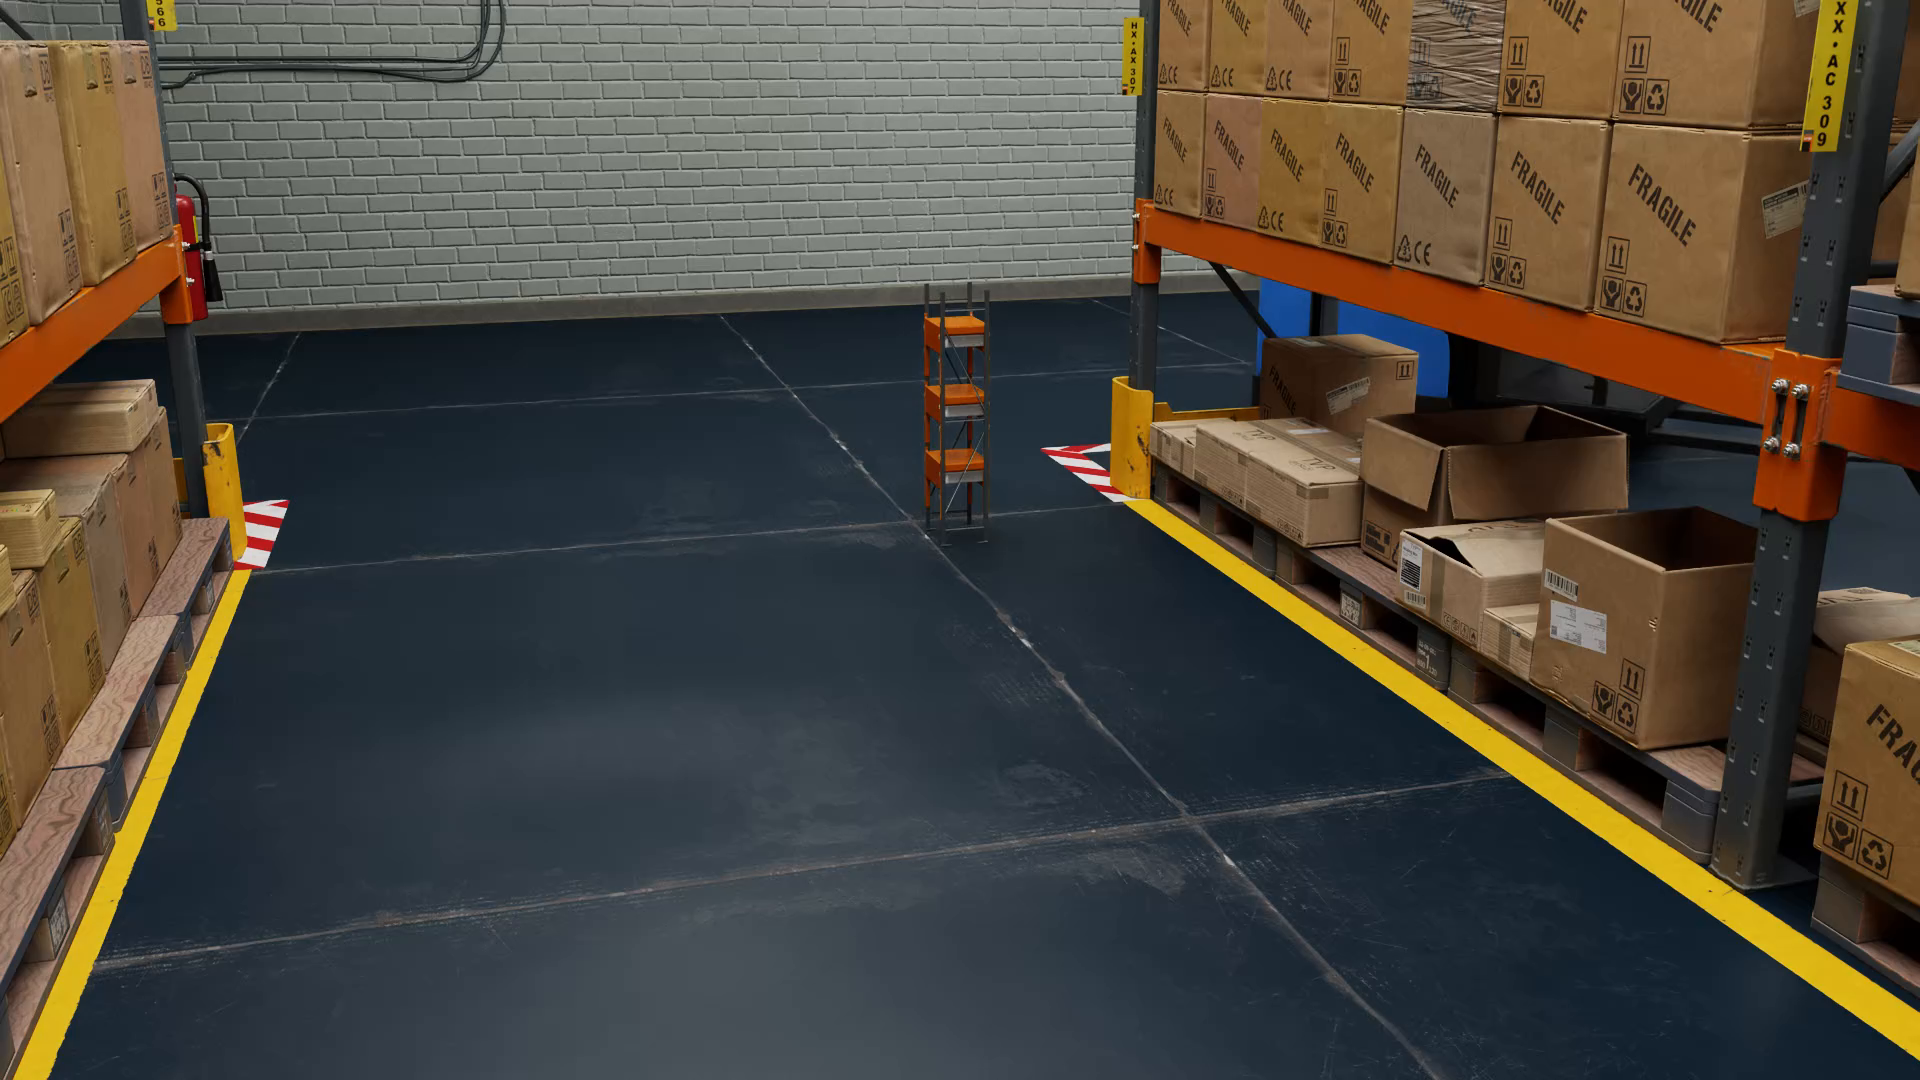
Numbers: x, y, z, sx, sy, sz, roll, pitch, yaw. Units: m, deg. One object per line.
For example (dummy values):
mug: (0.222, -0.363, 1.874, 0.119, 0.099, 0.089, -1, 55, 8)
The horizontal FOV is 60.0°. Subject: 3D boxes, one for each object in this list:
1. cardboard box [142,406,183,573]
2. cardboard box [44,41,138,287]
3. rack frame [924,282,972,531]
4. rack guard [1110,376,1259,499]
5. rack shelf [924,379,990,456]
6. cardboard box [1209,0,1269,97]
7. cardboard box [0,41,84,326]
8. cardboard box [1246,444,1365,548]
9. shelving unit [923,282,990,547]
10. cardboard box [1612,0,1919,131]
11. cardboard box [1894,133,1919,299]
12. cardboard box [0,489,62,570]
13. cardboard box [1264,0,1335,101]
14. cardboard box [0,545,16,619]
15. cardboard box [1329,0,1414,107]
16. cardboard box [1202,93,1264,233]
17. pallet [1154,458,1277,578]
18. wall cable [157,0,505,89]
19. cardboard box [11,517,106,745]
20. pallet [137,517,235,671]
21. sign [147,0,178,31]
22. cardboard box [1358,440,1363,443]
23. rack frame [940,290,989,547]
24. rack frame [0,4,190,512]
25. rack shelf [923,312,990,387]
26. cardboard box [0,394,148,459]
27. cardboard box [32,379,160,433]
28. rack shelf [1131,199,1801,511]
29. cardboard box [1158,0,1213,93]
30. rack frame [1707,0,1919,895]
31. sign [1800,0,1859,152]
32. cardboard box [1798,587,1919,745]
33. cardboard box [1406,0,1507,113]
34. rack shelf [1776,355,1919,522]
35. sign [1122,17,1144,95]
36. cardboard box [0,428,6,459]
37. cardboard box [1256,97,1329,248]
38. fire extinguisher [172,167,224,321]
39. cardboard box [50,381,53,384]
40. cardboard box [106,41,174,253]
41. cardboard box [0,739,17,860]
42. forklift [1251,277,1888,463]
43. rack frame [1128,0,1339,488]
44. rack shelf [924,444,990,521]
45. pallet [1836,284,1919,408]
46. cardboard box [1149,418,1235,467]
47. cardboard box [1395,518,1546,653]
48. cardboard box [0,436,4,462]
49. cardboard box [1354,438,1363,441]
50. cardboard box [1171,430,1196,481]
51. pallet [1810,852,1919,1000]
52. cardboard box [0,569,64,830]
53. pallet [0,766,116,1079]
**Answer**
cardboard box: (-3.196, -0.158, 5.879, 0.700, 0.500, 0.500, -5, 17, -15)
cardboard box: (-3.124, -1.143, 5.021, 0.980, 0.700, 0.700, -5, 17, -16)
rack frame: (-0.048, -0.551, 6.963, 0.200, 1.050, 0.008, -5, 17, -15)
rack guard: (1.299, -0.514, 7.795, 1.175, 0.500, 0.348, -5, 17, -15)
rack shelf: (-0.015, -0.507, 6.853, 0.215, 0.259, 0.240, -5, 17, -15)
cardboard box: (1.297, -1.971, 6.389, 0.500, 0.500, 0.500, -5, 17, -15)
cardboard box: (-2.923, -0.931, 4.316, 0.980, 0.700, 0.700, -6, 18, -18)
cardboard box: (1.429, -0.177, 6.341, 0.500, 0.250, 0.500, -5, 17, -15)
shelving unit: (-0.015, -0.518, 6.850, 0.215, 1.050, 0.252, -5, 17, -15)
cardboard box: (1.989, -1.272, 4.061, 0.500, 0.500, 0.500, -5, 17, -15)
cardboard box: (2.292, -0.726, 3.252, 0.700, 0.500, 0.500, -12, 20, -34)
cardboard box: (-2.554, -0.016, 4.280, 0.380, 0.149, 0.250, -5, 17, -17)
cardboard box: (1.430, -1.833, 5.927, 0.500, 0.500, 0.500, -4, 17, -14)
cardboard box: (-2.411, 0.128, 3.799, 0.380, 0.149, 0.250, -4, 17, -13)
cardboard box: (1.570, -1.692, 5.460, 0.500, 0.500, 0.500, -5, 17, -16)
cardboard box: (1.293, -1.494, 6.539, 0.500, 0.500, 0.500, -5, 17, -16)
pallet: (1.519, -0.155, 7.102, 1.003, 0.211, 1.213, -5, 17, -15)
wall cable: (-4.695, -4.318, 11.084, 3.097, 2.526, 0.112, -5, 17, -15)
cardboard box: (-2.766, 0.266, 4.466, 0.700, 0.500, 0.500, -4, 17, -14)
pallet: (-3.189, 0.211, 5.883, 1.003, 0.211, 1.213, -5, 17, -15)
sign: (-2.959, -2.047, 6.127, 0.100, 0.325, 0.005, -5, 17, -15)
cardboard box: (1.896, -0.230, 6.519, 0.500, 0.250, 0.500, -5, 17, -15)
rack frame: (0.019, -0.484, 6.738, 0.200, 1.050, 0.008, -5, 17, -15)
rack frame: (-3.481, -1.340, 6.199, 0.949, 2.616, 0.053, -5, 17, -15)
rack shelf: (-0.015, -0.779, 6.772, 0.215, 0.259, 0.240, -5, 17, -15)
cardboard box: (-2.914, -0.377, 5.480, 0.380, 0.149, 0.250, -4, 17, -14)
cardboard box: (-2.985, -0.447, 5.715, 0.380, 0.149, 0.250, -5, 17, -16)
rack shelf: (1.827, -0.835, 5.767, 1.077, 0.370, 4.000, -5, 17, -15)
cardboard box: (1.146, -2.115, 6.869, 0.500, 0.500, 0.500, -4, 17, -14)
rack frame: (2.377, -0.626, 3.822, 1.000, 3.000, 0.127, -5, 17, -15)
sign: (1.857, -0.995, 3.547, 0.100, 0.325, 0.005, -5, 17, -15)
cardboard box: (2.470, 0.318, 4.589, 0.500, 0.311, 0.500, -5, 17, -15)
cardboard box: (1.707, -1.553, 4.996, 0.500, 0.500, 0.500, -5, 17, -15)
rack shelf: (2.927, 0.272, 2.084, 1.077, 0.370, 4.000, -5, 17, -15)
sign: (0.756, -2.104, 7.238, 0.100, 0.325, 0.005, -5, 17, -15)
cardboard box: (-3.282, -0.347, 5.382, 0.380, 0.149, 0.250, -5, 17, -15)
cardboard box: (1.428, -1.355, 6.076, 0.500, 0.500, 0.500, -5, 17, -15)
fire extinguisher: (-3.082, -1.202, 6.523, 0.296, 0.674, 0.183, -5, 17, -15)
cardboard box: (-3.422, -0.487, 5.848, 0.380, 0.149, 0.250, -5, 17, -15)
cardboard box: (-3.334, -1.343, 5.688, 0.980, 0.700, 0.700, -4, 17, -13)
cardboard box: (-2.492, 0.548, 3.529, 0.700, 0.500, 0.500, -4, 17, -15)
forklift: (3.056, -1.854, 8.029, 3.031, 2.935, 1.130, 11, 20, 32)
rack frame: (1.278, -1.732, 7.505, 1.000, 3.000, 0.127, -5, 17, -15)
rack shelf: (-0.015, -0.241, 6.933, 0.215, 0.259, 0.240, -5, 17, -15)
pallet: (2.492, -0.304, 3.085, 1.003, 0.211, 1.213, -5, 17, -15)
cardboard box: (1.062, -0.435, 7.376, 0.380, 0.149, 0.250, -5, 17, -15)
cardboard box: (1.742, 0.108, 5.286, 0.500, 0.311, 0.500, -5, 17, -15)
cardboard box: (-3.214, -0.278, 5.151, 0.380, 0.149, 0.250, -5, 17, -15)
cardboard box: (1.689, -0.336, 7.017, 0.380, 0.166, 0.250, -5, 17, -15)
cardboard box: (1.131, -0.374, 7.143, 0.380, 0.166, 0.250, -5, 17, -15)
pallet: (2.637, 0.932, 3.484, 1.003, 0.211, 1.213, -5, 17, -15)
cardboard box: (-2.627, 0.409, 3.993, 0.700, 0.500, 0.500, -5, 17, -16)
pallet: (-2.519, 0.886, 3.636, 1.003, 0.211, 1.213, -5, 17, -15)
